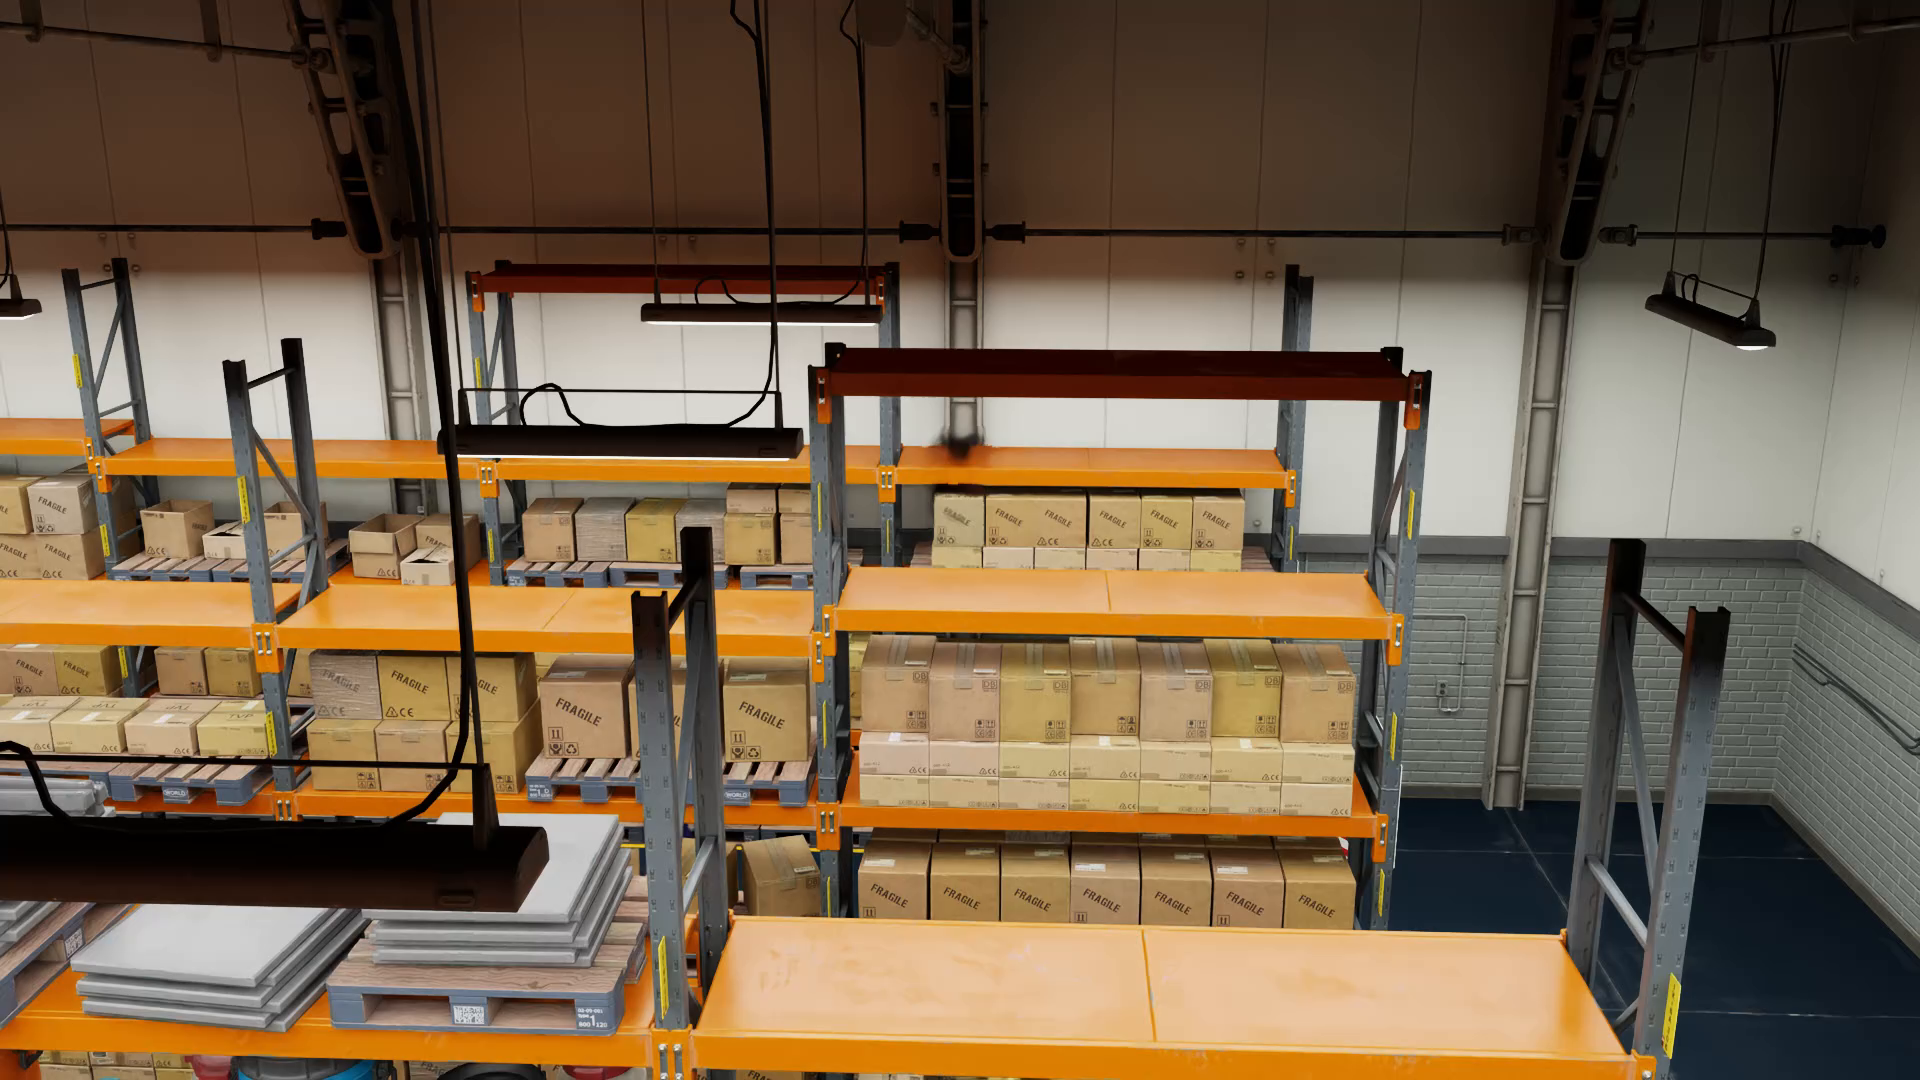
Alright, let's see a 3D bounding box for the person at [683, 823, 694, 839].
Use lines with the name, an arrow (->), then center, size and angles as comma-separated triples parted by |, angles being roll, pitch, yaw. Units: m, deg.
person -> -2.802, 2.822, 15.964 | 0.494, 1.637, 0.451 | -15, 22, -42
